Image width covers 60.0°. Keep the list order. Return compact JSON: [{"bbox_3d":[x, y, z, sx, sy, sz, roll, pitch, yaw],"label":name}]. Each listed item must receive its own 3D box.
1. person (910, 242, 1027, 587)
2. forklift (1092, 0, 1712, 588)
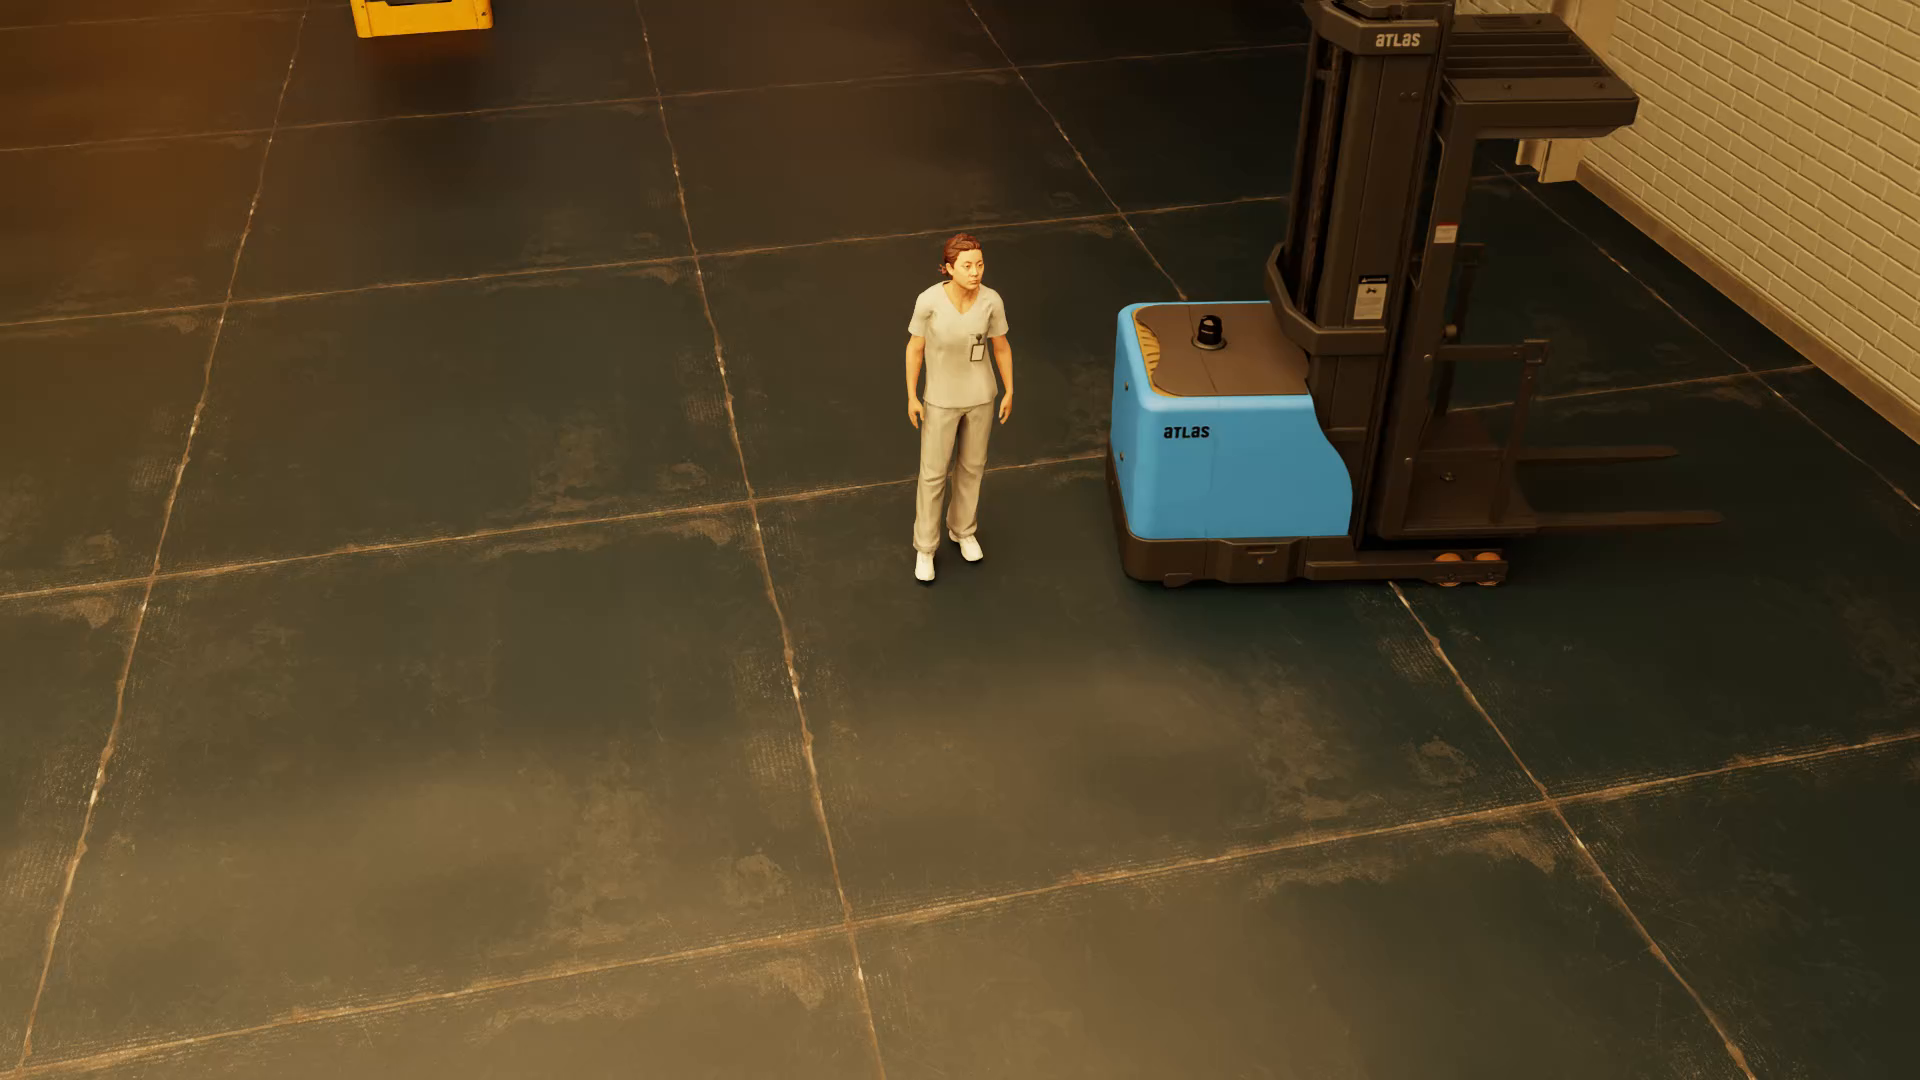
[{"bbox_3d":[0.049,-0.610,7.980,0.562,1.669,0.521,-9,37,-13],"label":"person"},{"bbox_3d":[2.236,-1.266,7.810,3.031,2.935,1.130,-1,36,-2],"label":"forklift"}]
